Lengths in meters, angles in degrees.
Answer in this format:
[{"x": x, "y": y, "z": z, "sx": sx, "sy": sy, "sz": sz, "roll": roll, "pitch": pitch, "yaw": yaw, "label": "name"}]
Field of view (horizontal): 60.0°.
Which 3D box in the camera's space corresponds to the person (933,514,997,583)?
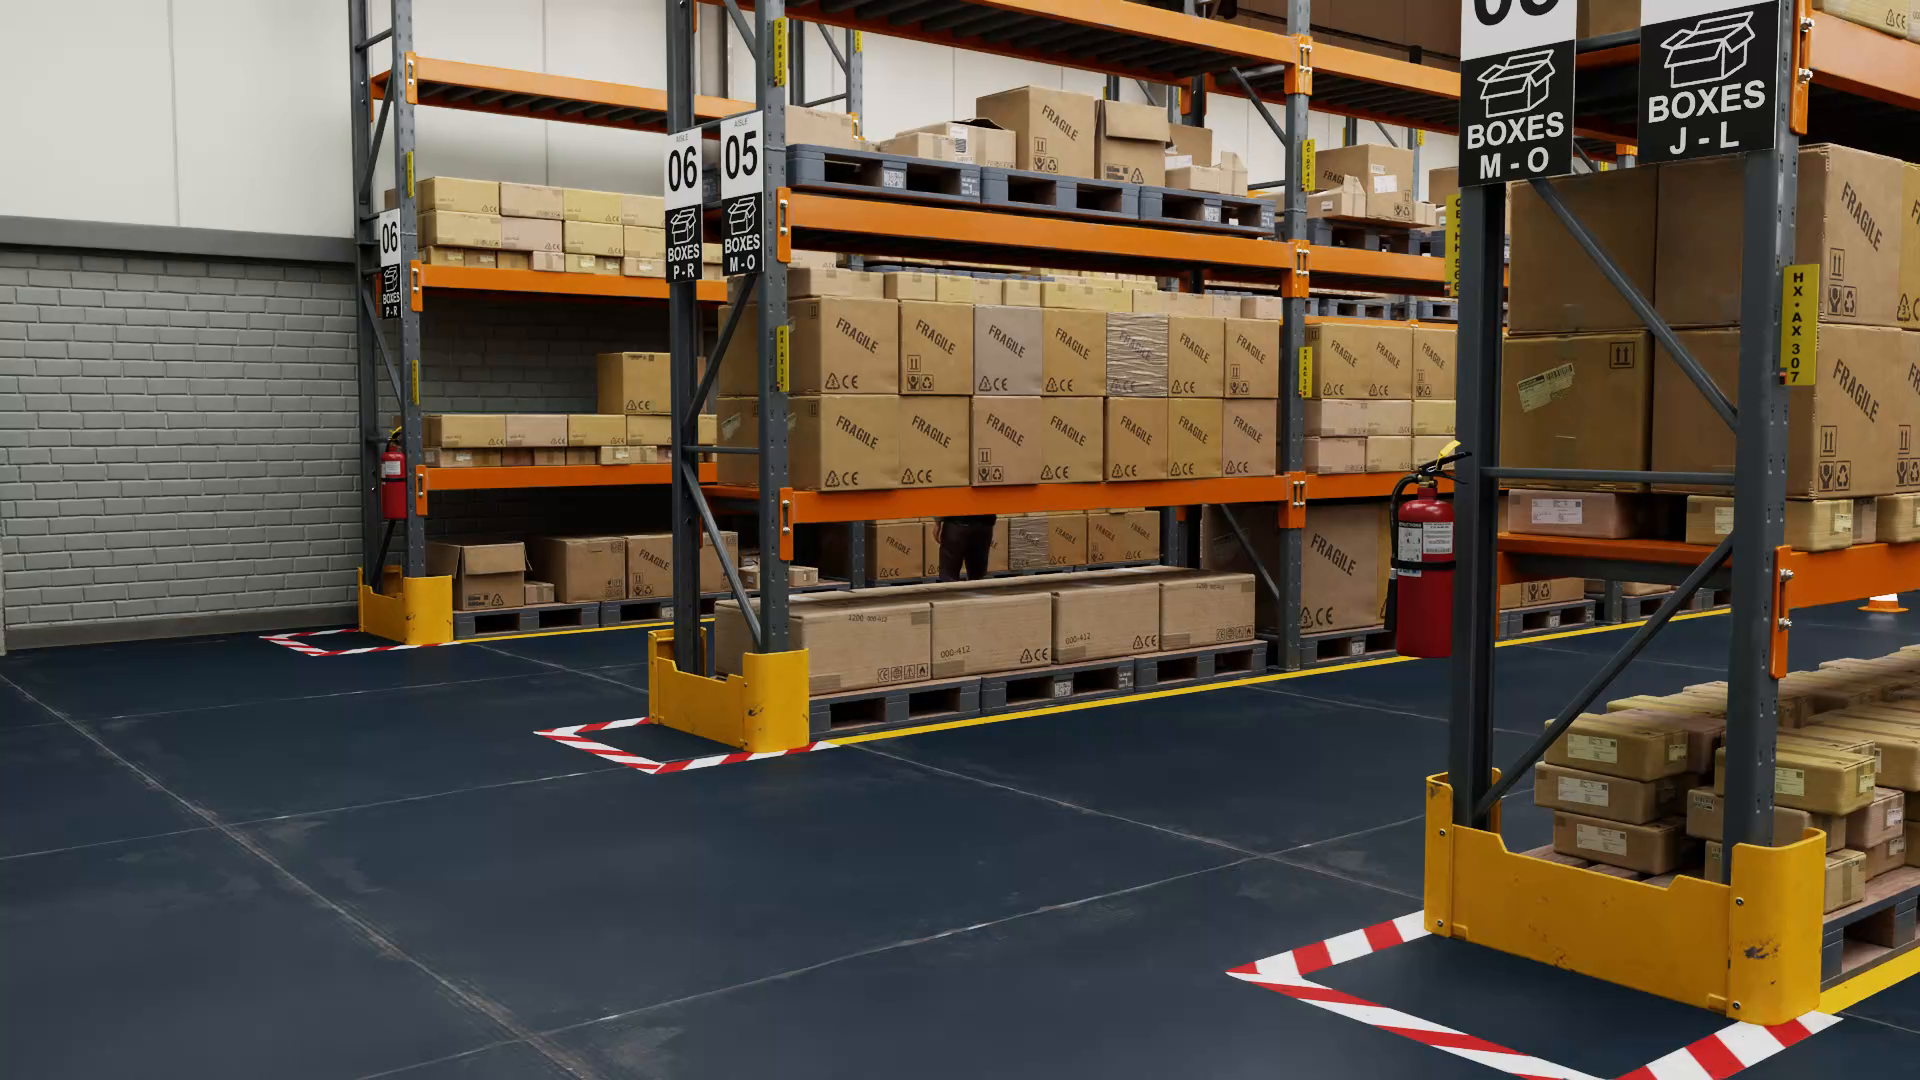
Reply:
[{"x": 0.036, "y": -0.108, "z": 12.602, "sx": 0.579, "sy": 1.720, "sz": 0.467, "roll": -3, "pitch": 5, "yaw": -39, "label": "person"}]
